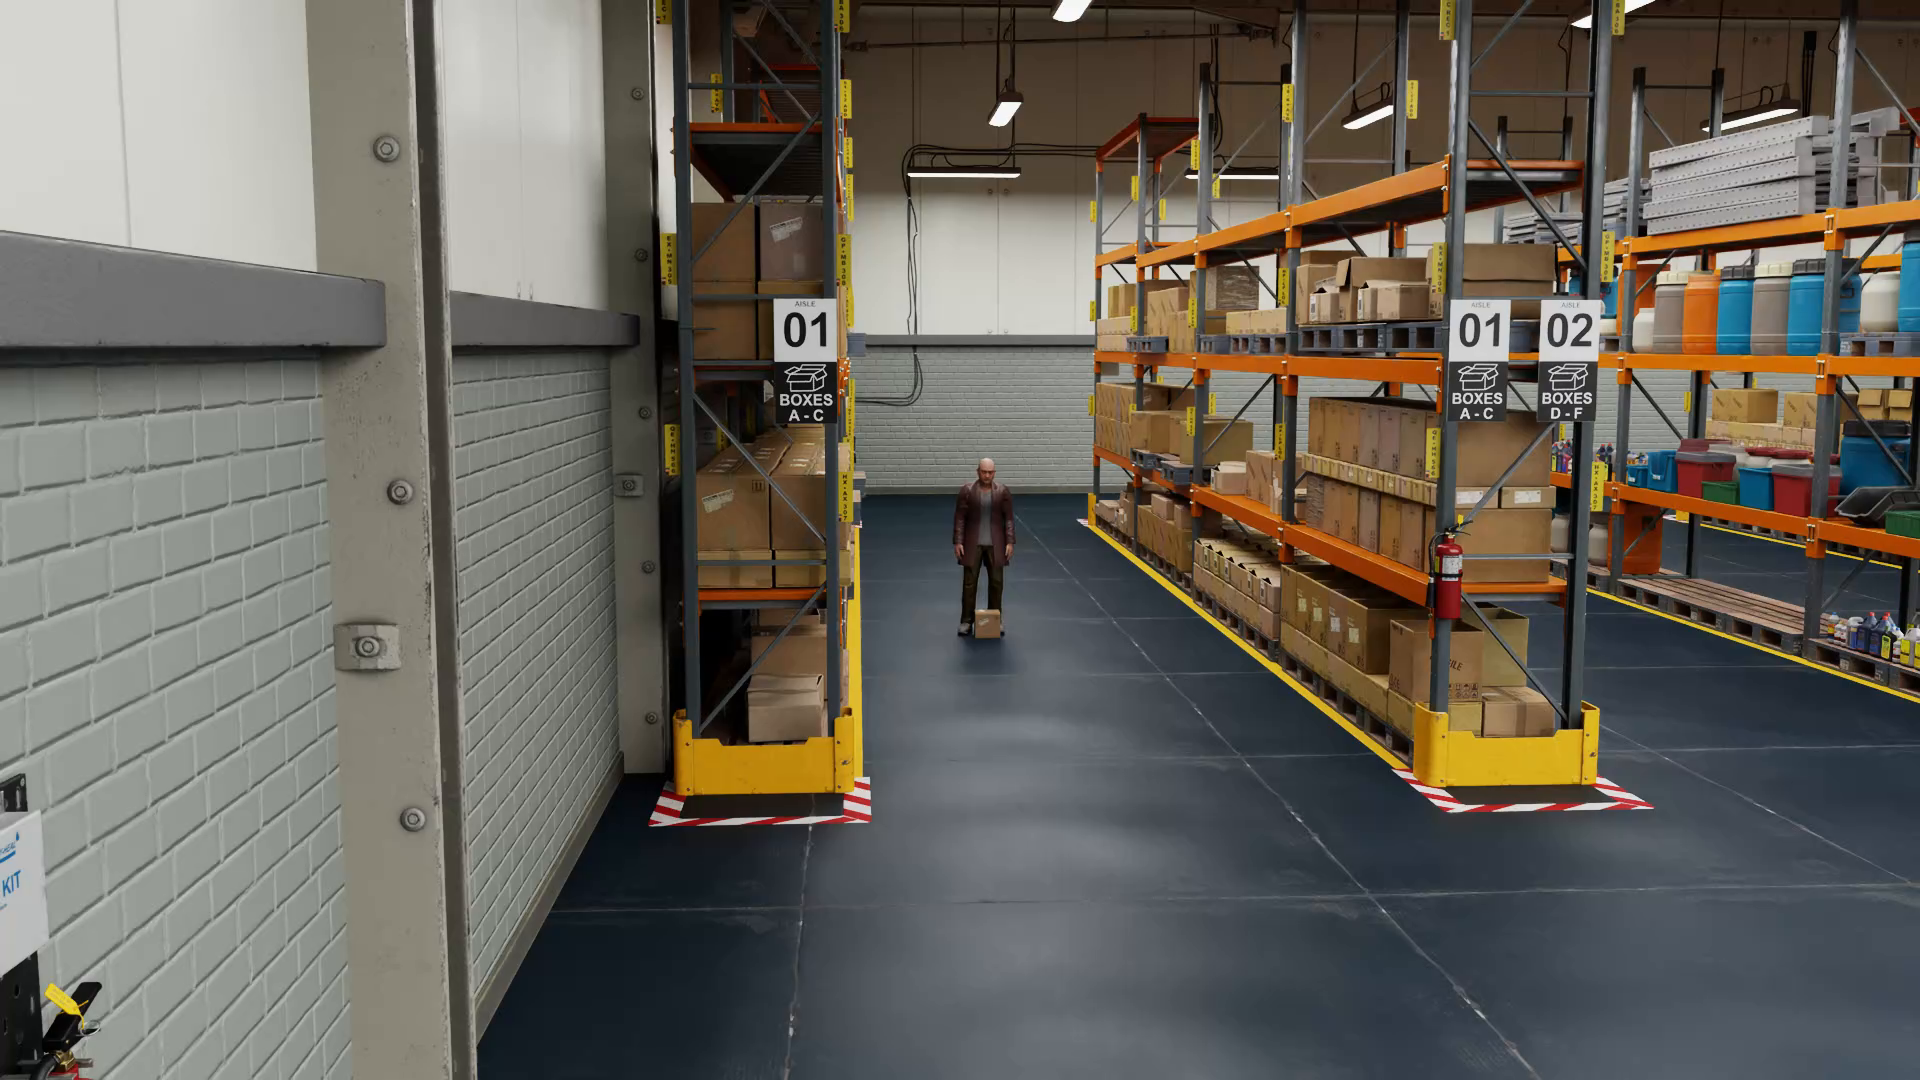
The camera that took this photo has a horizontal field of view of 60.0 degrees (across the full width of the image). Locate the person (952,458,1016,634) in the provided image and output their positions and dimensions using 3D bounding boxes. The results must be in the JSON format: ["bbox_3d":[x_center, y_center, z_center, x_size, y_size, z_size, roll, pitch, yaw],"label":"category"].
[{"bbox_3d":[0.244,0.055,16.831,0.644,1.774,0.427,0,7,-3],"label":"person"}]
